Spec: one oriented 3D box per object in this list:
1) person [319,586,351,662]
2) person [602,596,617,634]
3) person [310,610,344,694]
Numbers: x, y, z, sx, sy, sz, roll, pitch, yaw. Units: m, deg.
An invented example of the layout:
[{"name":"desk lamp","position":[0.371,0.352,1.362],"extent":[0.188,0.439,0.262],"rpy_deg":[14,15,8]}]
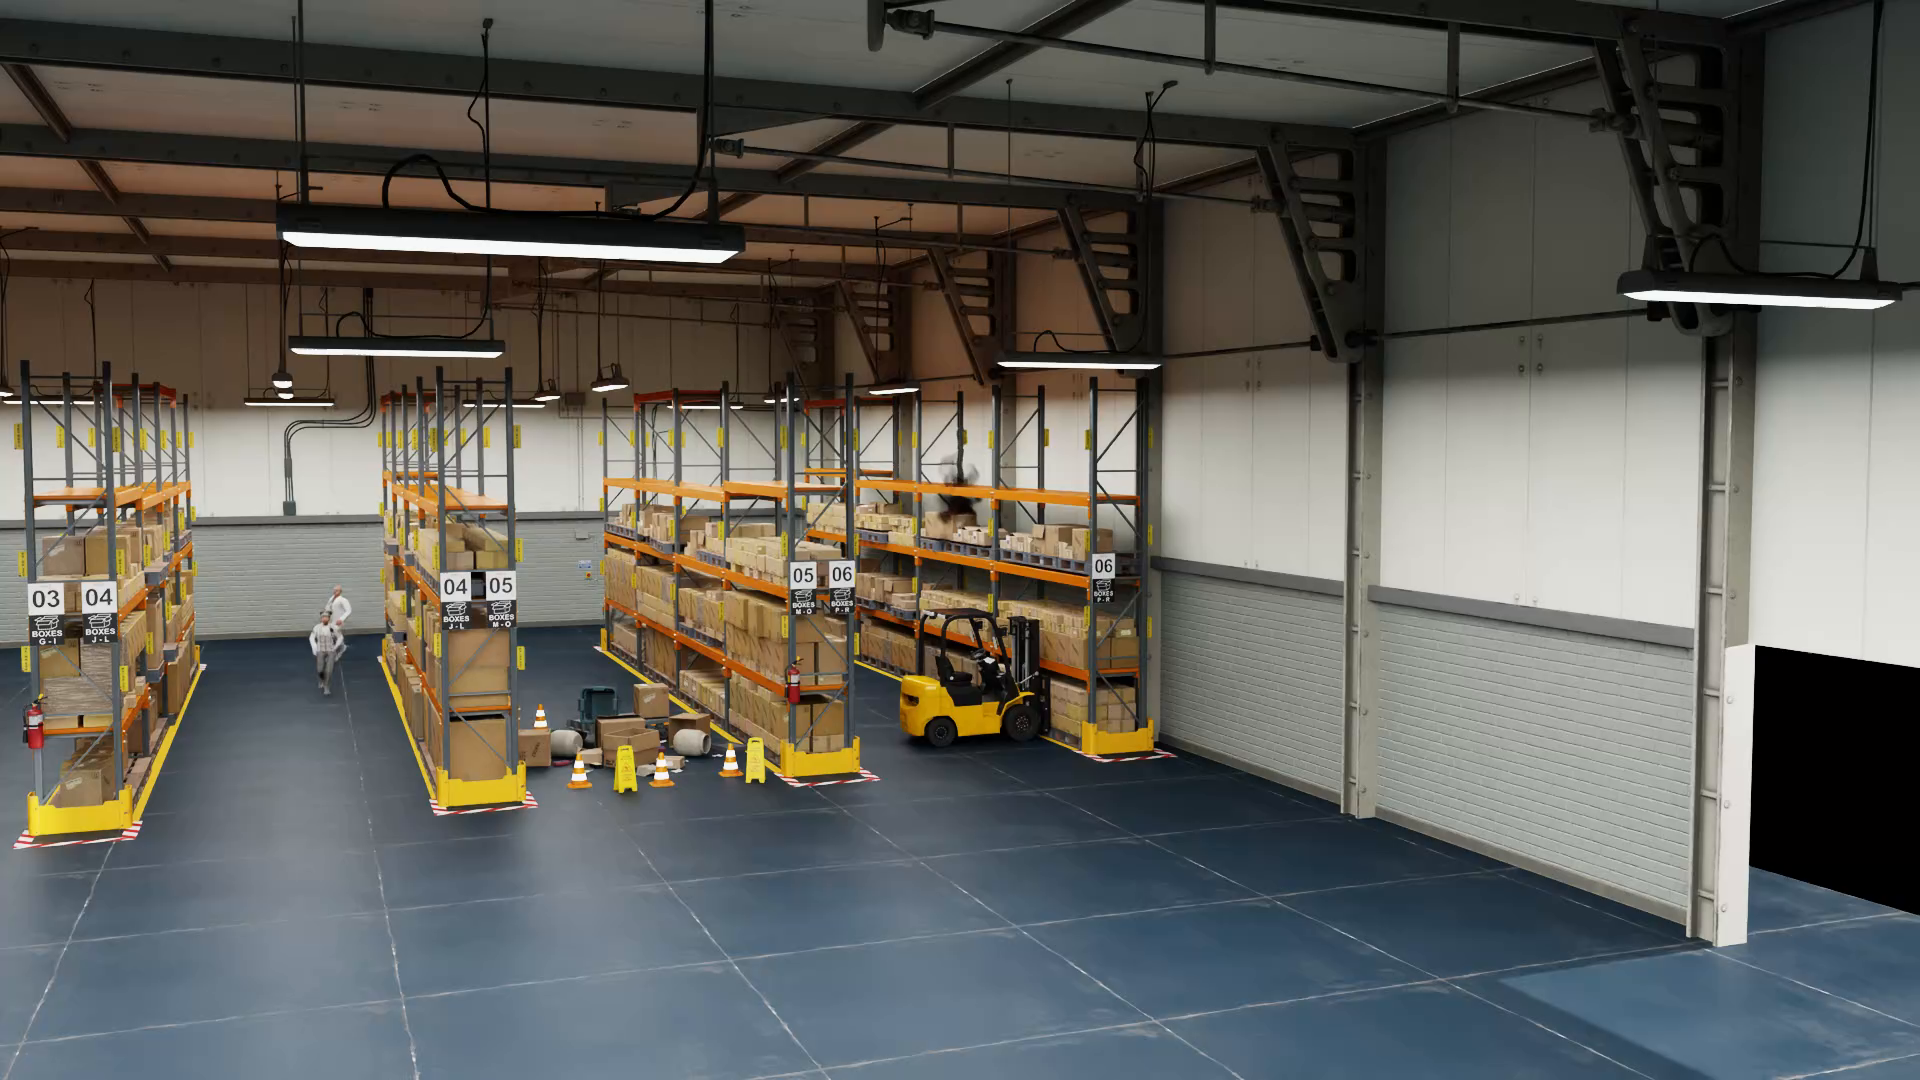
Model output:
[{"name":"person","position":[-14.091,1.892,37.517],"extent":[0.783,1.728,0.571],"rpy_deg":[2,4,32]},{"name":"person","position":[-8.558,1.765,40.916],"extent":[0.642,1.548,0.604],"rpy_deg":[0,3,-4]},{"name":"person","position":[-12.499,2.206,32.833],"extent":[0.634,1.660,0.544],"rpy_deg":[-1,4,-18]}]
